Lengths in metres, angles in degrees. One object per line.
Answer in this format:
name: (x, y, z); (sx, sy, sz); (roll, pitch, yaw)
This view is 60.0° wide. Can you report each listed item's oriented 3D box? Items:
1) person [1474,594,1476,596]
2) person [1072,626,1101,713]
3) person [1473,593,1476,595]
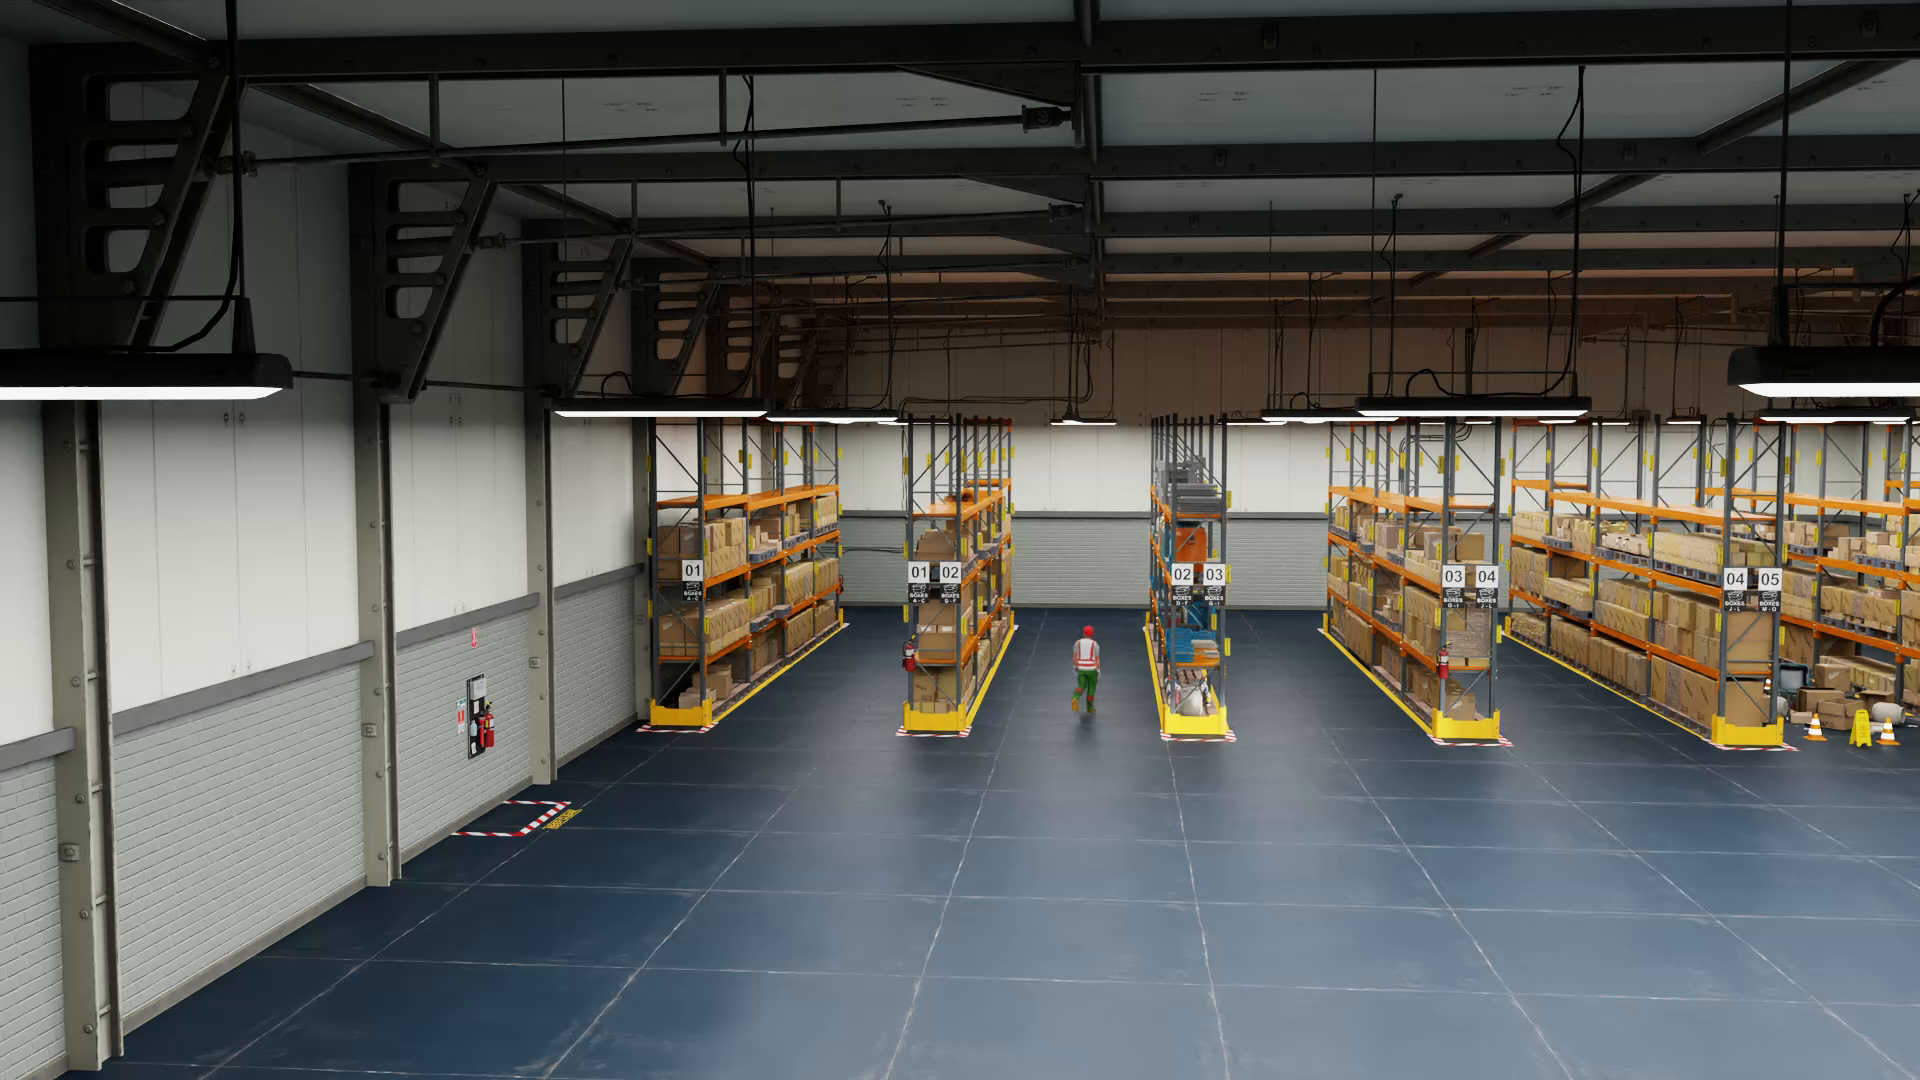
person: (12.317, 2.178, 39.702); (0.584, 1.791, 0.617); (1, 4, 13)
person: (2.515, 2.592, 33.247); (0.563, 1.770, 0.725); (3, 5, 38)
person: (14.819, 1.716, 47.293); (0.770, 1.671, 0.488); (-4, 5, -43)
